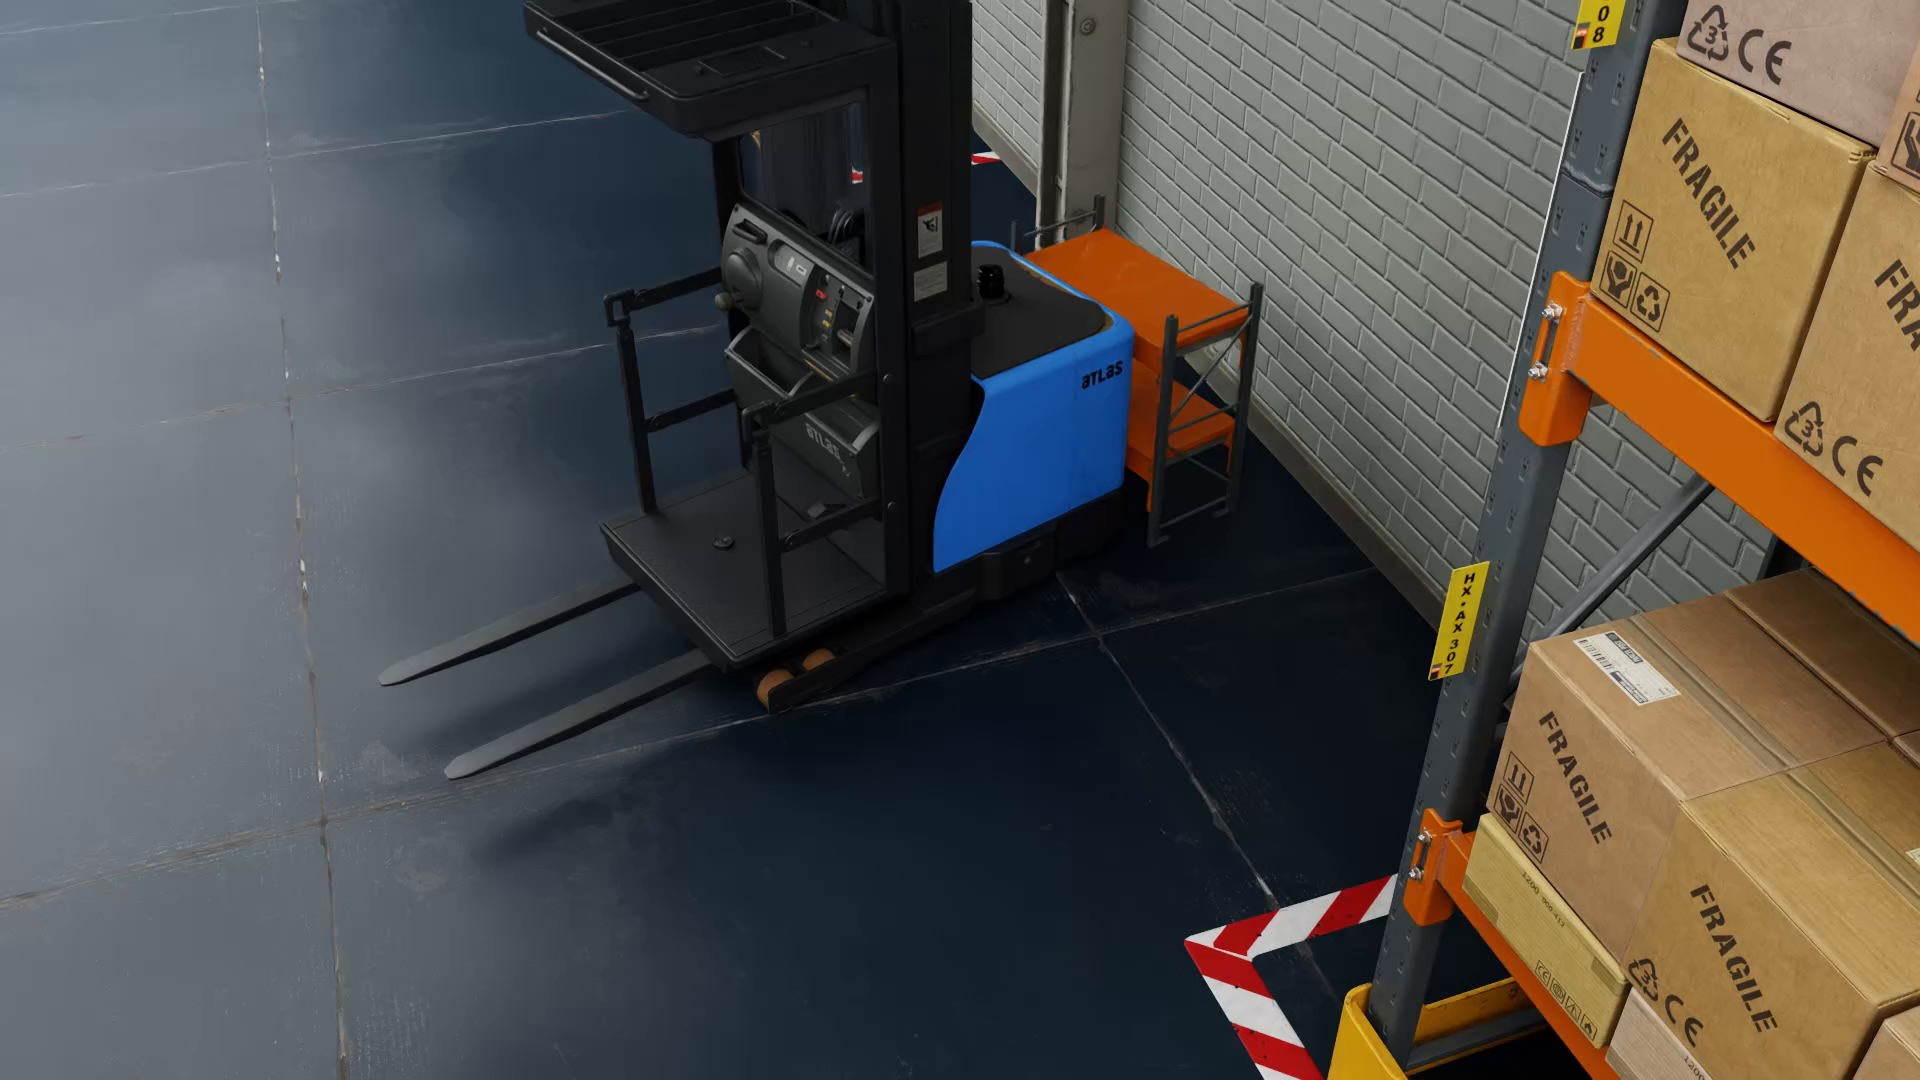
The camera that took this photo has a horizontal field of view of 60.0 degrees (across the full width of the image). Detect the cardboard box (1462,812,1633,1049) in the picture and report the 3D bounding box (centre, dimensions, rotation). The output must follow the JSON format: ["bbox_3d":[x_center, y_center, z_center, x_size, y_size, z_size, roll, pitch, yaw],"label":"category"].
[{"bbox_3d":[1.517,0.814,3.785,0.500,0.250,0.500,-14,39,-17],"label":"cardboard box"}]

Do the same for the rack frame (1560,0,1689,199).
[{"bbox_3d":[1.647,-1.976,2.394,1.000,3.000,0.127,-12,39,-16],"label":"rack frame"}]

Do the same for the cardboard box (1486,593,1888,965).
[{"bbox_3d":[1.530,0.505,3.572,0.500,0.500,0.500,-12,39,-16],"label":"cardboard box"}]

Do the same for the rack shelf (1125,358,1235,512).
[{"bbox_3d":[0.729,-0.564,7.470,0.538,0.278,1.000,-23,43,-27],"label":"rack shelf"}]

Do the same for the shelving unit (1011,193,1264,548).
[{"bbox_3d":[0.729,-0.759,7.322,0.538,1.125,1.048,-23,43,-27],"label":"shelving unit"}]

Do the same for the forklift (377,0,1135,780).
[{"bbox_3d":[-0.767,-0.870,5.969,3.031,2.935,1.130,-25,43,-29],"label":"forklift"}]

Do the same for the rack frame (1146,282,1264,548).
[{"bbox_3d":[1.023,-0.509,6.991,0.500,1.125,0.032,-23,43,-27],"label":"rack frame"}]

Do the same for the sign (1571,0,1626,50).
[{"bbox_3d":[1.138,-1.015,2.884,0.100,0.325,0.005,-12,39,-16],"label":"sign"}]

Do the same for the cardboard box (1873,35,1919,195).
[{"bbox_3d":[1.677,-0.663,2.214,0.500,0.500,0.500,-13,39,-16],"label":"cardboard box"}]

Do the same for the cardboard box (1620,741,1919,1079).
[{"bbox_3d":[1.690,0.786,3.198,0.500,0.500,0.500,-12,39,-16],"label":"cardboard box"}]

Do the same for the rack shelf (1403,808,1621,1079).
[{"bbox_3d":[2.336,1.837,2.915,1.077,0.370,4.000,-12,39,-16],"label":"rack shelf"}]

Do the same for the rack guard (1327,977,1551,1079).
[{"bbox_3d":[1.674,1.462,4.894,1.175,0.500,0.348,-12,39,-16],"label":"rack guard"}]

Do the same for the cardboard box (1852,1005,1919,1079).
[{"bbox_3d":[1.862,1.079,2.809,0.500,0.500,0.500,-14,39,-17],"label":"cardboard box"}]

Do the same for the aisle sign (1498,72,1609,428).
[{"bbox_3d":[1.341,-0.597,3.388,0.394,0.787,0.004,-12,39,-16],"label":"aisle sign"}]

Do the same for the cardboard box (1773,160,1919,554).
[{"bbox_3d":[1.679,-0.274,2.528,0.500,0.500,0.500,-10,38,-13],"label":"cardboard box"}]

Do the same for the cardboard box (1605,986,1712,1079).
[{"bbox_3d":[1.709,1.104,3.399,0.500,0.250,0.500,-14,39,-17],"label":"cardboard box"}]

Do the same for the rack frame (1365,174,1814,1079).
[{"bbox_3d":[1.647,0.420,4.199,1.000,3.000,0.127,-12,39,-16],"label":"rack frame"}]

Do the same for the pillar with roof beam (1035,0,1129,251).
[{"bbox_3d":[-3.406,-4.258,5.423,9.100,9.000,0.400,-12,39,-16],"label":"pillar with roof beam"}]

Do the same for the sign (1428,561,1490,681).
[{"bbox_3d":[1.138,0.187,3.789,0.100,0.325,0.005,-12,39,-16],"label":"sign"}]

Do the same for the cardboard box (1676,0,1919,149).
[{"bbox_3d":[1.552,-0.957,2.604,0.500,0.500,0.500,-15,40,-19],"label":"cardboard box"}]

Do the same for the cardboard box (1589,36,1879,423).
[{"bbox_3d":[1.528,-0.585,2.941,0.500,0.500,0.500,-11,38,-15],"label":"cardboard box"}]

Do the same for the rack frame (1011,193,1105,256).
[{"bbox_3d":[0.436,-1.009,7.654,0.500,1.125,0.032,-23,43,-27],"label":"rack frame"}]

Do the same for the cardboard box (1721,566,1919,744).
[{"bbox_3d":[2.009,0.395,3.717,0.500,0.500,0.500,-13,39,-16],"label":"cardboard box"}]

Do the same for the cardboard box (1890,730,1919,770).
[{"bbox_3d":[2.173,0.681,3.337,0.500,0.500,0.500,-12,39,-15],"label":"cardboard box"}]

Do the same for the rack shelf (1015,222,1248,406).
[{"bbox_3d":[0.729,-0.993,7.146,0.538,0.278,1.000,-23,43,-27],"label":"rack shelf"}]

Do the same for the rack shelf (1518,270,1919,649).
[{"bbox_3d":[2.336,0.639,2.013,1.077,0.370,4.000,-12,39,-16],"label":"rack shelf"}]
